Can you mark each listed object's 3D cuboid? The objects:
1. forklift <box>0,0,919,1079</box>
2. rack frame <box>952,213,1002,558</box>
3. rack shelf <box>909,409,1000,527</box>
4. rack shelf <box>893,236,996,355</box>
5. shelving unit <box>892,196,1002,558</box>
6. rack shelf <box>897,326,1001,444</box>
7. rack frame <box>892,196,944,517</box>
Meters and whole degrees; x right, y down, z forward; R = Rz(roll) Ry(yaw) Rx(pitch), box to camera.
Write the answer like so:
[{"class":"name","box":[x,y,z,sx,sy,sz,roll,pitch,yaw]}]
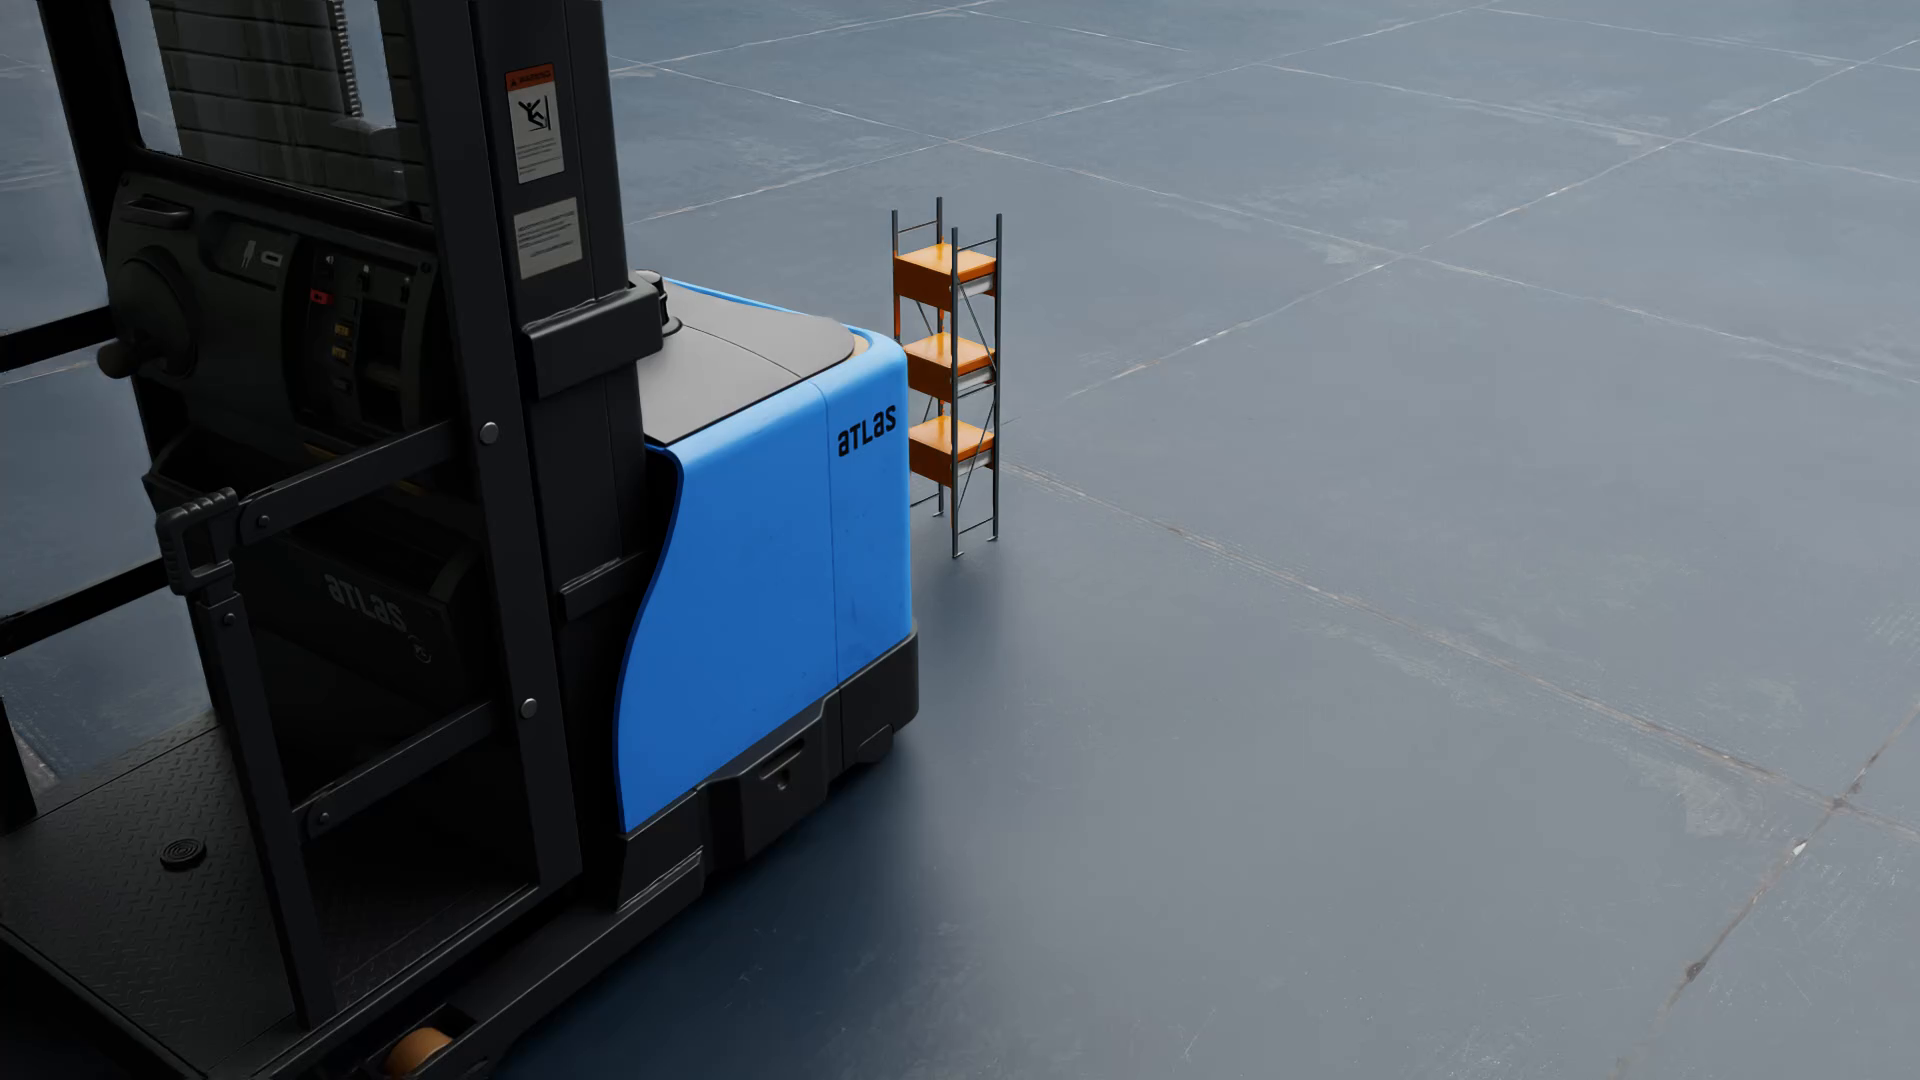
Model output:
[{"class":"forklift","box":[-1.368,-0.381,2.825,1.130,2.935,3.031,18,33,31]},{"class":"rack frame","box":[0.049,-0.442,4.963,0.008,1.050,0.200,25,36,38]},{"class":"rack shelf","box":[-0.038,-0.227,5.173,0.240,0.259,0.215,25,36,38]},{"class":"rack shelf","box":[-0.038,-0.724,4.912,0.240,0.259,0.215,25,36,38]},{"class":"shelving unit","box":[-0.038,-0.482,5.039,0.252,1.050,0.215,25,36,38]},{"class":"rack shelf","box":[-0.038,-0.473,5.044,0.240,0.259,0.215,25,36,38]},{"class":"rack frame","box":[-0.125,-0.522,5.115,0.008,1.050,0.200,25,36,38]}]
